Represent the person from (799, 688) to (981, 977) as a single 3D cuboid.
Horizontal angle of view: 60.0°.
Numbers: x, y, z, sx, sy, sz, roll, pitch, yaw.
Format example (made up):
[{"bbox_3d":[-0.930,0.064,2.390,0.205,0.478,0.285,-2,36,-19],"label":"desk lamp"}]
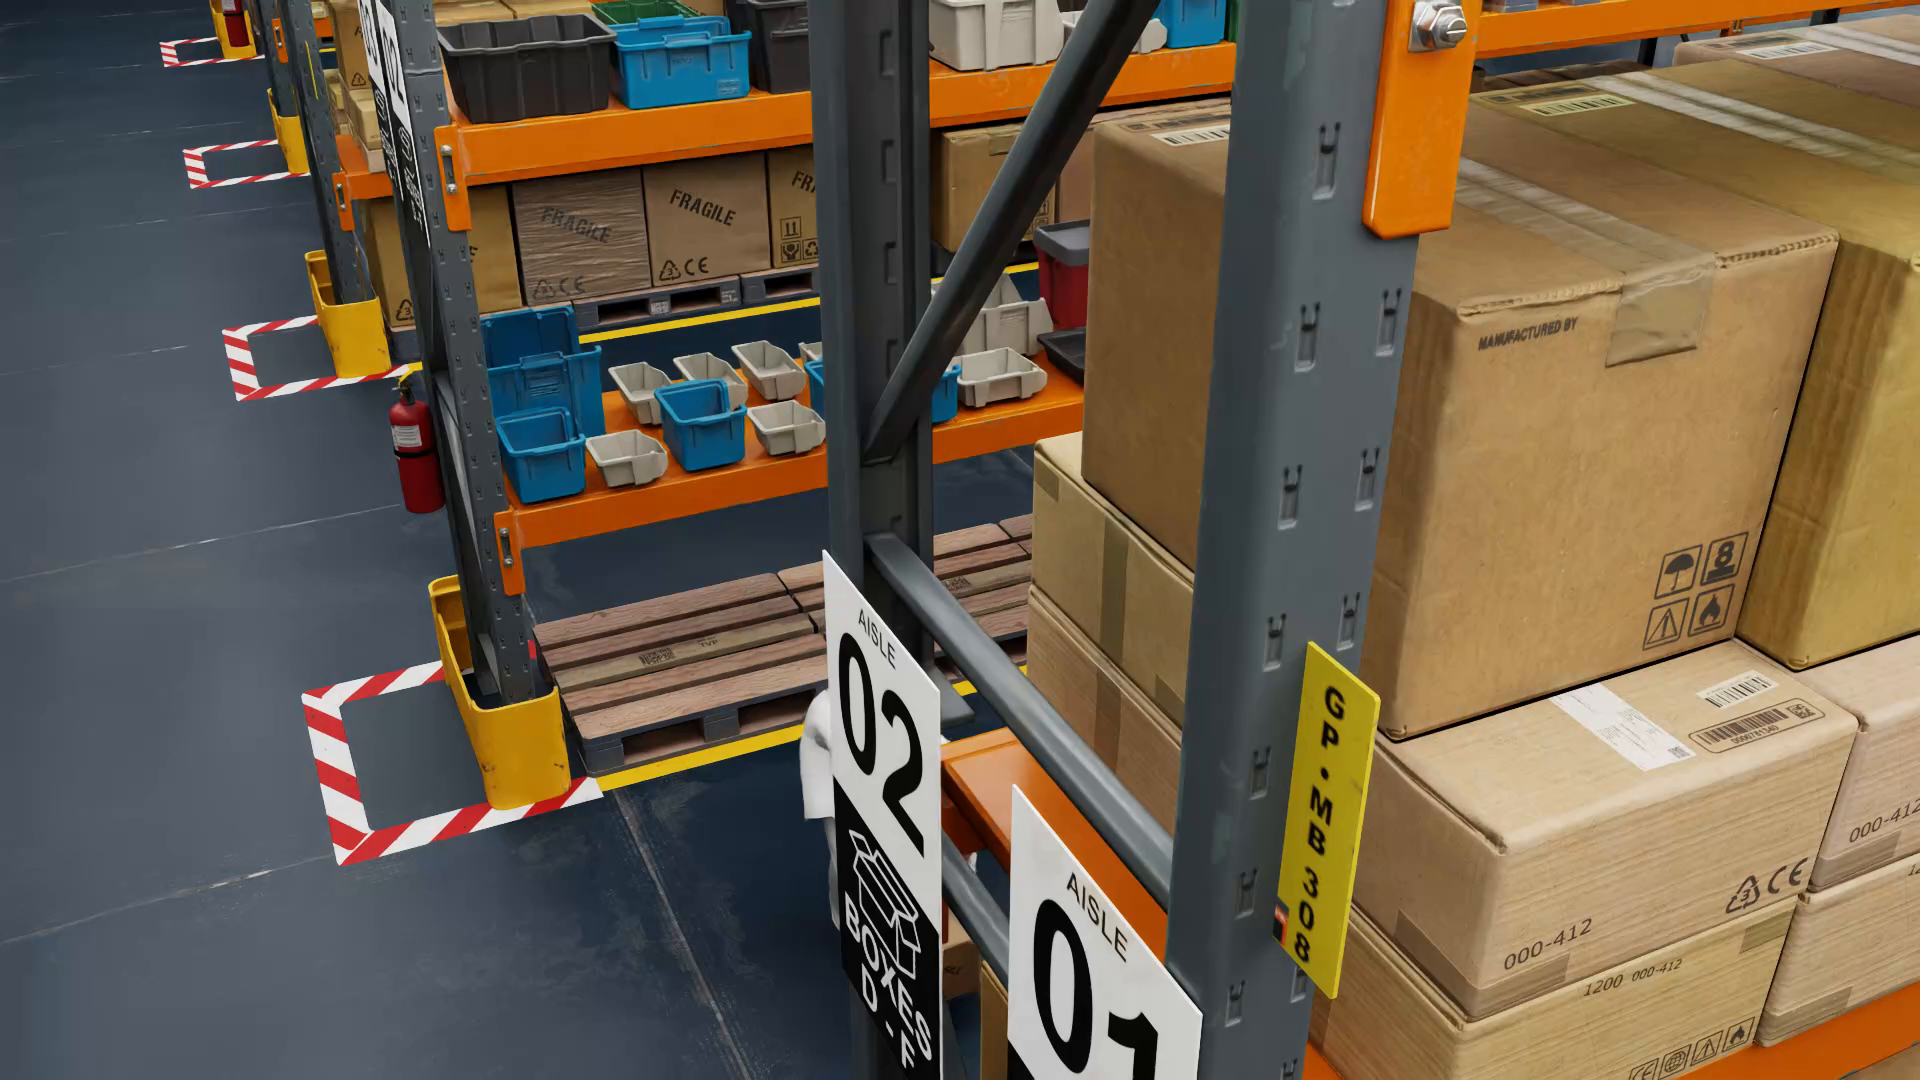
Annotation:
[{"bbox_3d":[-0.219,1.077,5.933,0.580,1.065,0.947,-15,32,-24],"label":"person"}]
